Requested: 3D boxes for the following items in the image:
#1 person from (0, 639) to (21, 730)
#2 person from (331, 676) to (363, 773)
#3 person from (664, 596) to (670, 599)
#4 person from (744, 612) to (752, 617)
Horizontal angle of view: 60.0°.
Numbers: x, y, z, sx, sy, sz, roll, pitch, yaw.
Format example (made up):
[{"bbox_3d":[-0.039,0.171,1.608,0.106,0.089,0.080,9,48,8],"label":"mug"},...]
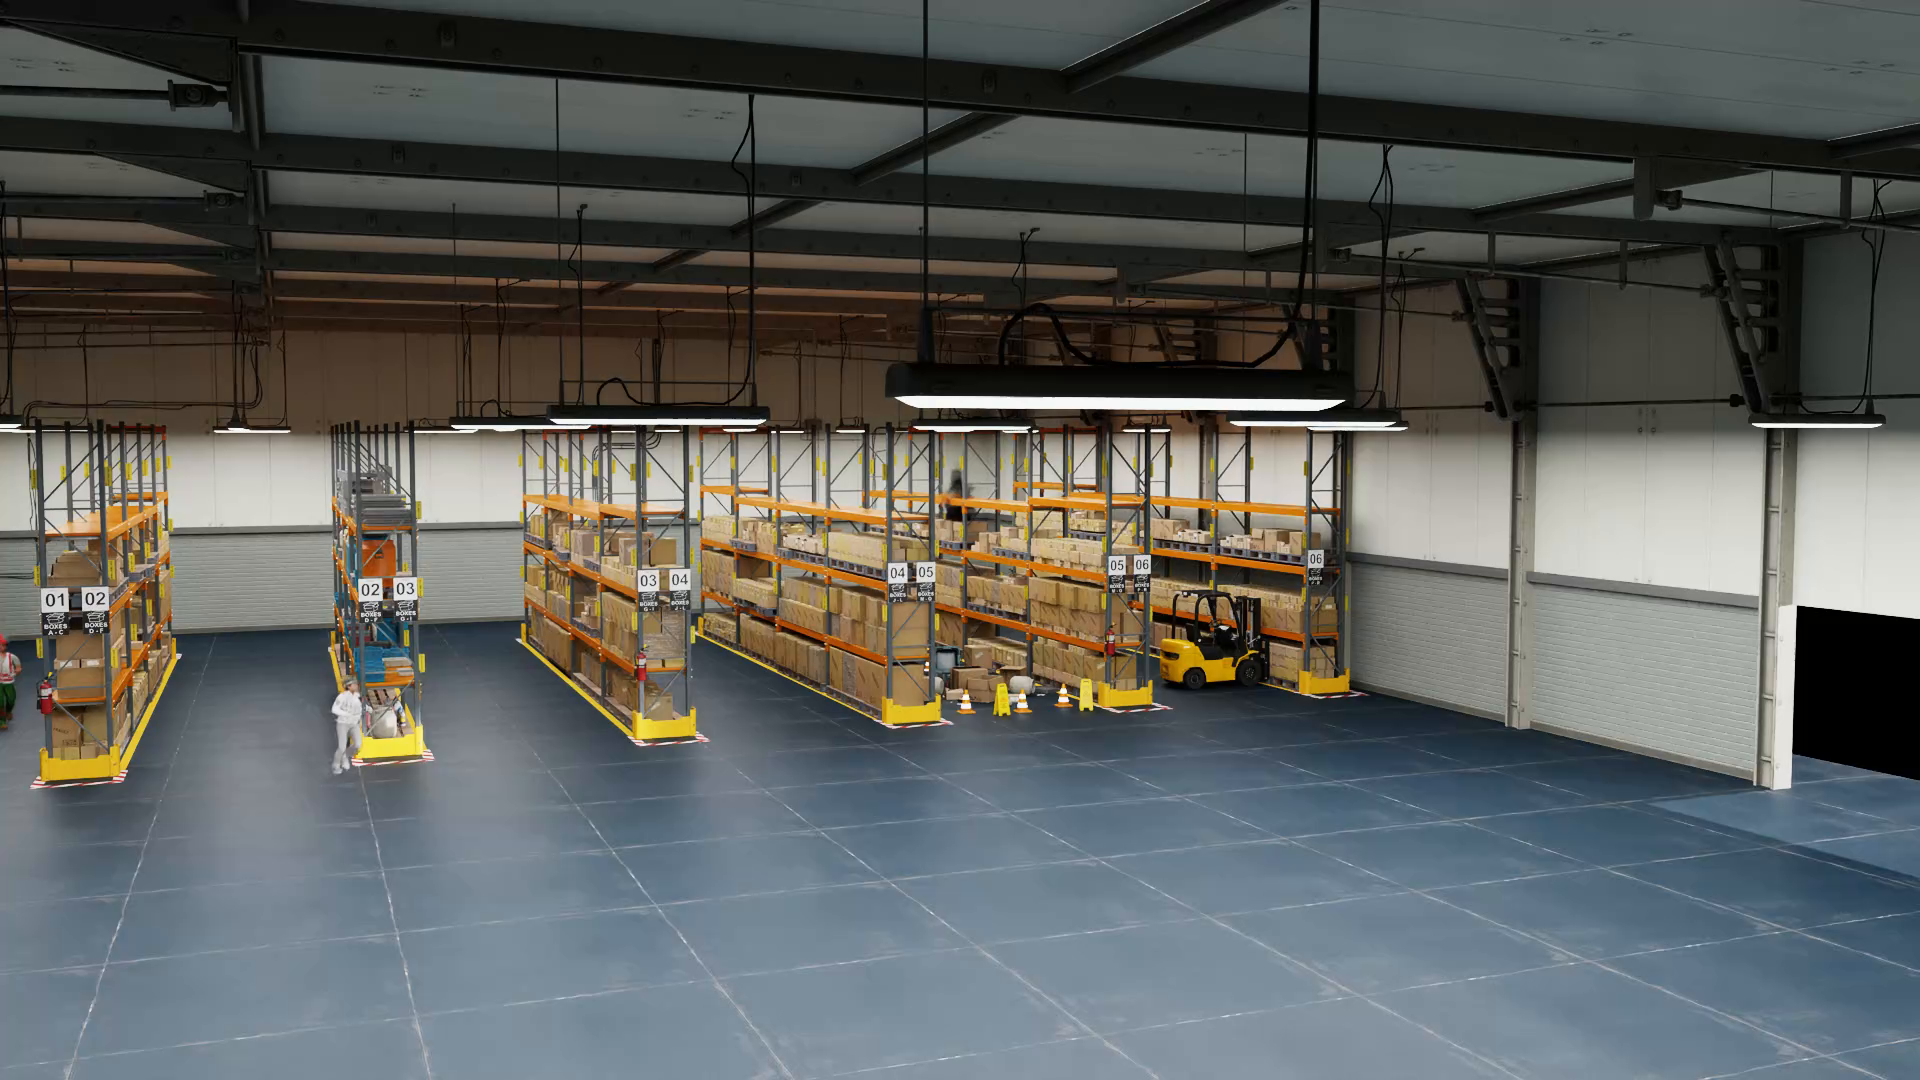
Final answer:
[{"bbox_3d":[-18.774,2.813,32.598,0.663,1.748,0.780,-2,4,-31],"label":"person"},{"bbox_3d":[-10.375,3.135,28.351,0.528,1.625,0.622,3,5,39],"label":"person"},{"bbox_3d":[-8.317,1.944,46.716,0.728,1.726,0.662,-1,4,-12],"label":"person"},{"bbox_3d":[-6.187,1.793,49.464,0.670,1.775,0.636,-3,5,-42],"label":"person"}]
